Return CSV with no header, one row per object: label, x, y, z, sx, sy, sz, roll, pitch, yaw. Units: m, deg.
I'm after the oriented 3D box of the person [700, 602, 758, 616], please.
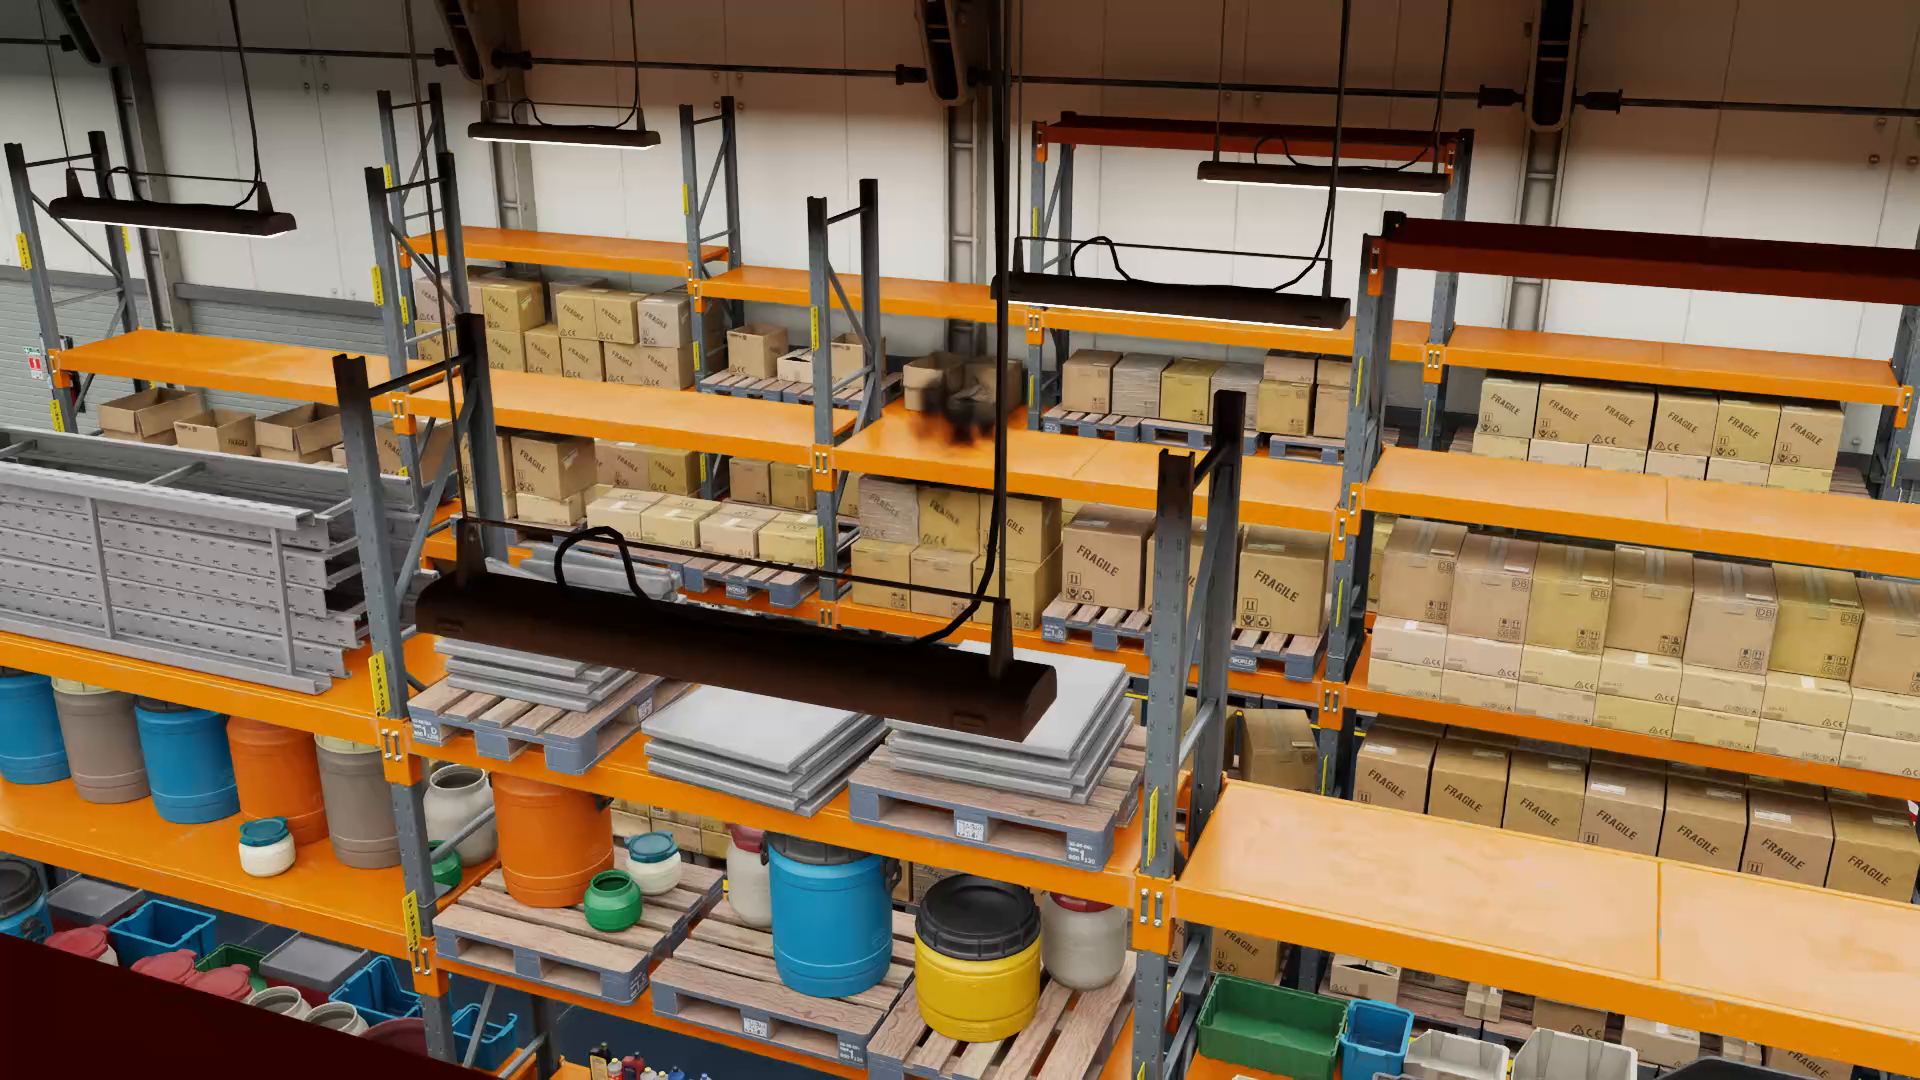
person,-2.230,0.980,16.657,0.729,1.781,0.583,3,21,7
